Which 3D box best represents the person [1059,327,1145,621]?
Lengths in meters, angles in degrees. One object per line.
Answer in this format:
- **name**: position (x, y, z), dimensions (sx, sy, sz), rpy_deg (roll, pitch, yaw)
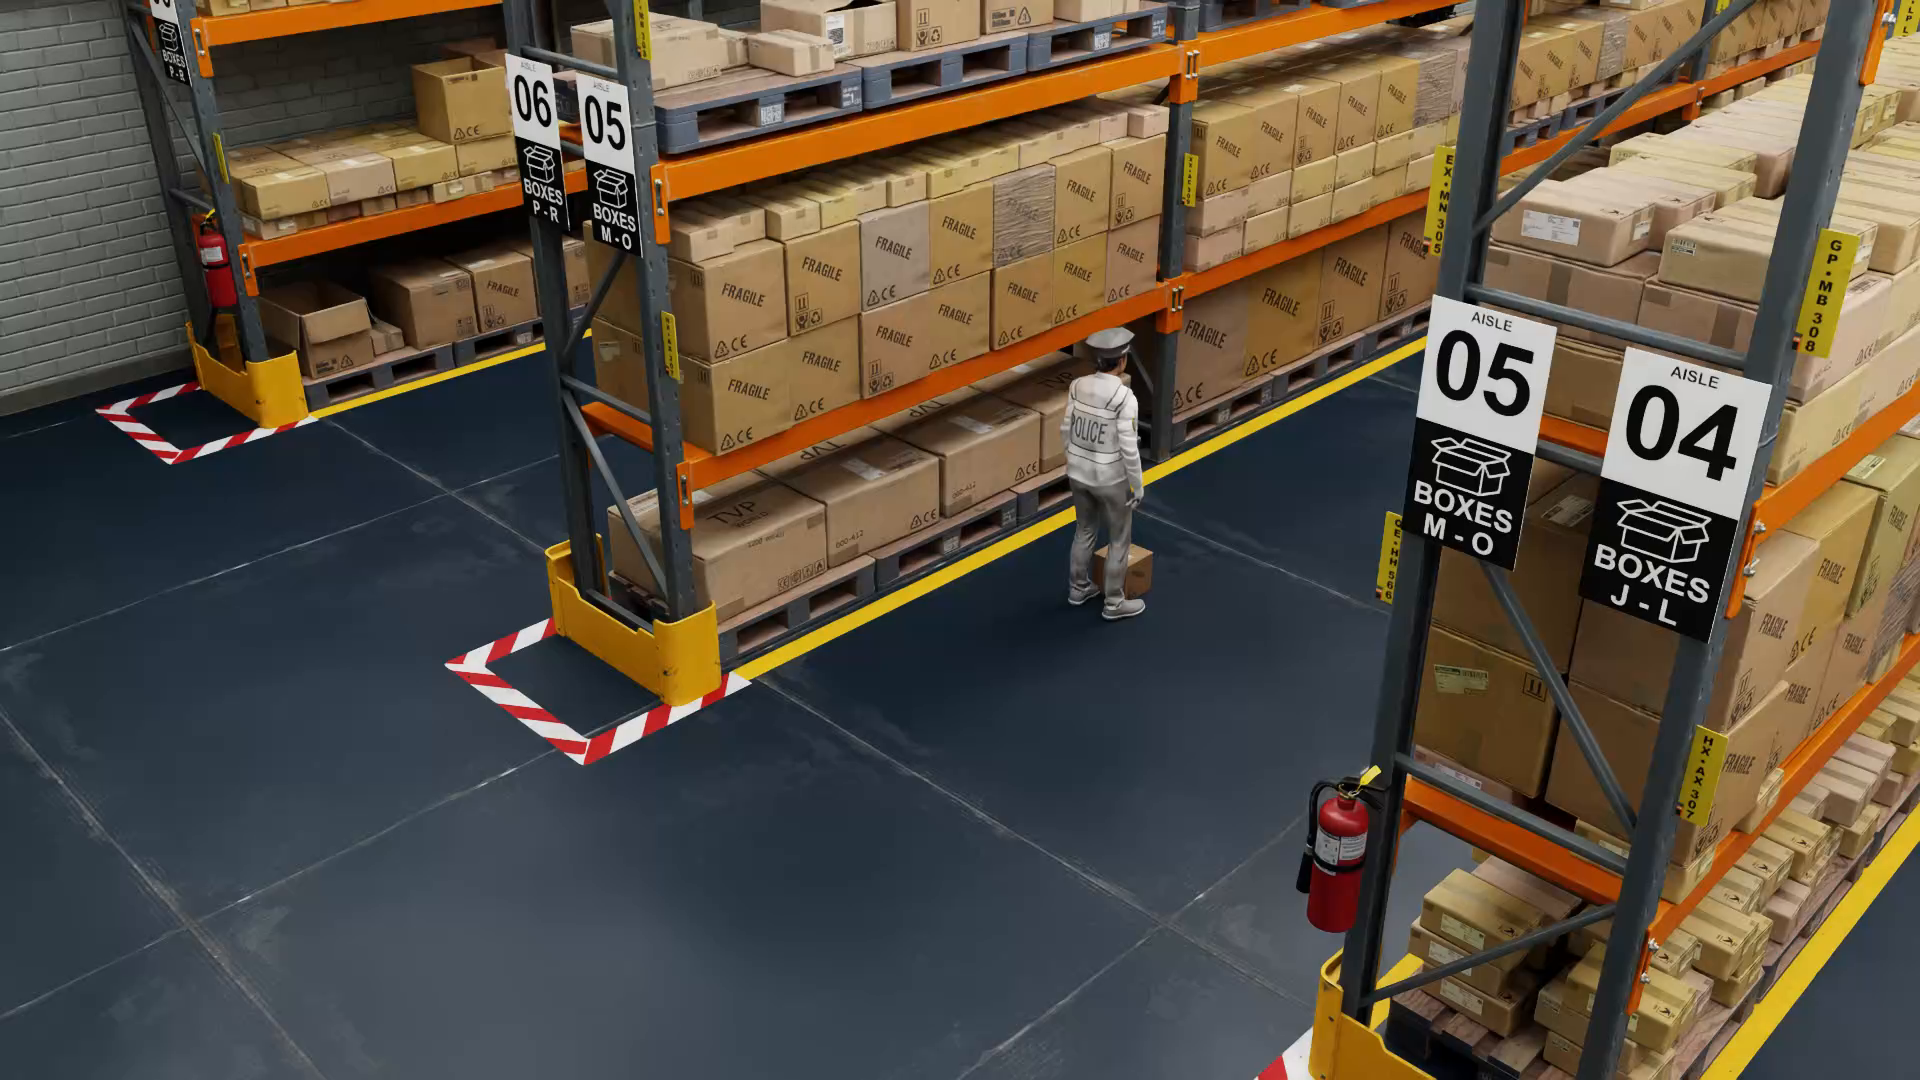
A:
- **person**: position (0.794, -0.355, 9.286), dimensions (0.528, 1.663, 0.372), rpy_deg (23, 36, 37)
